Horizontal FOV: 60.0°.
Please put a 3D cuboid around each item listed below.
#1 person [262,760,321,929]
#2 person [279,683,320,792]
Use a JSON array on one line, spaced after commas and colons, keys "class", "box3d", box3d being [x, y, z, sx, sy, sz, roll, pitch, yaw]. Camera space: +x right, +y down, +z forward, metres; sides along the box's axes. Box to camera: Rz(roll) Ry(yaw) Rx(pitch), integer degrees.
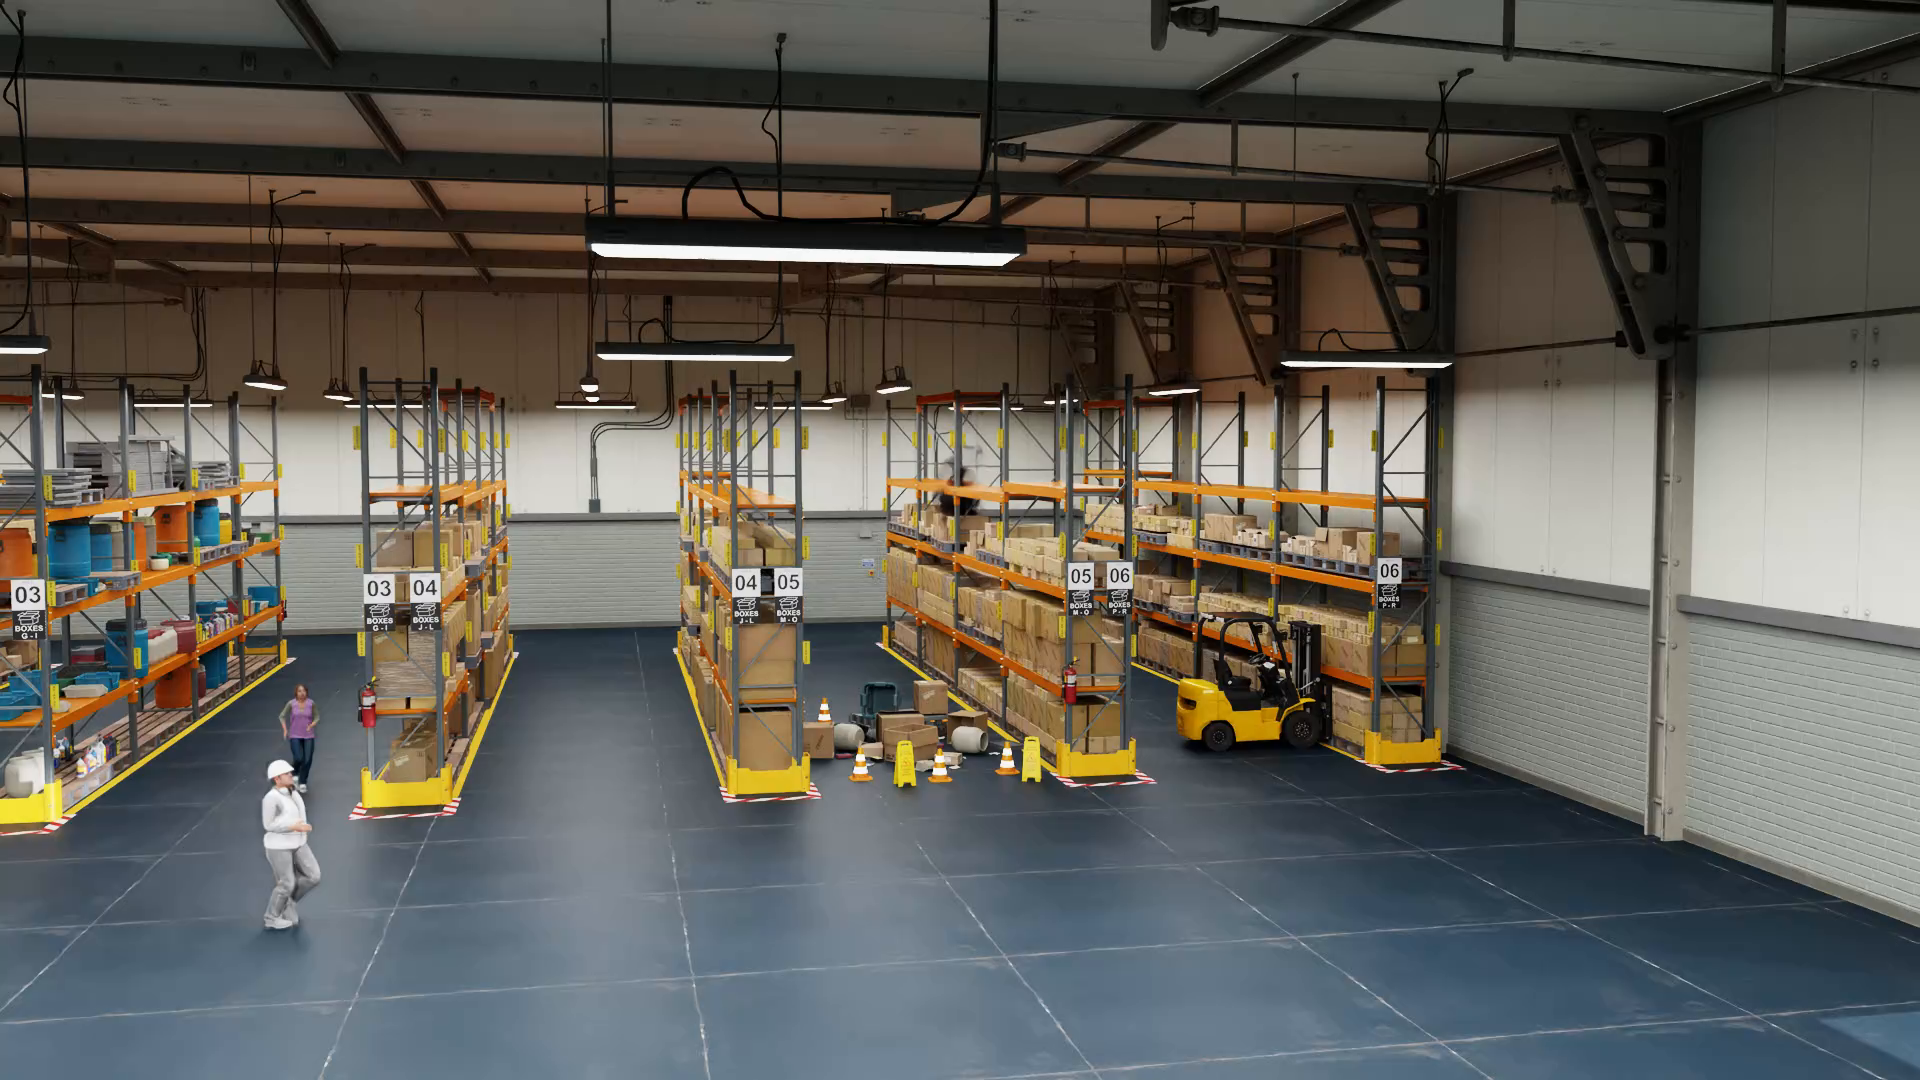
[{"class": "person", "box3d": [-6.825, 3.111, 16.999, 0.636, 1.737, 0.638, 1, 3, 13]}, {"class": "person", "box3d": [-9.333, 2.815, 23.569, 0.522, 1.559, 0.549, -2, 4, -31]}]
